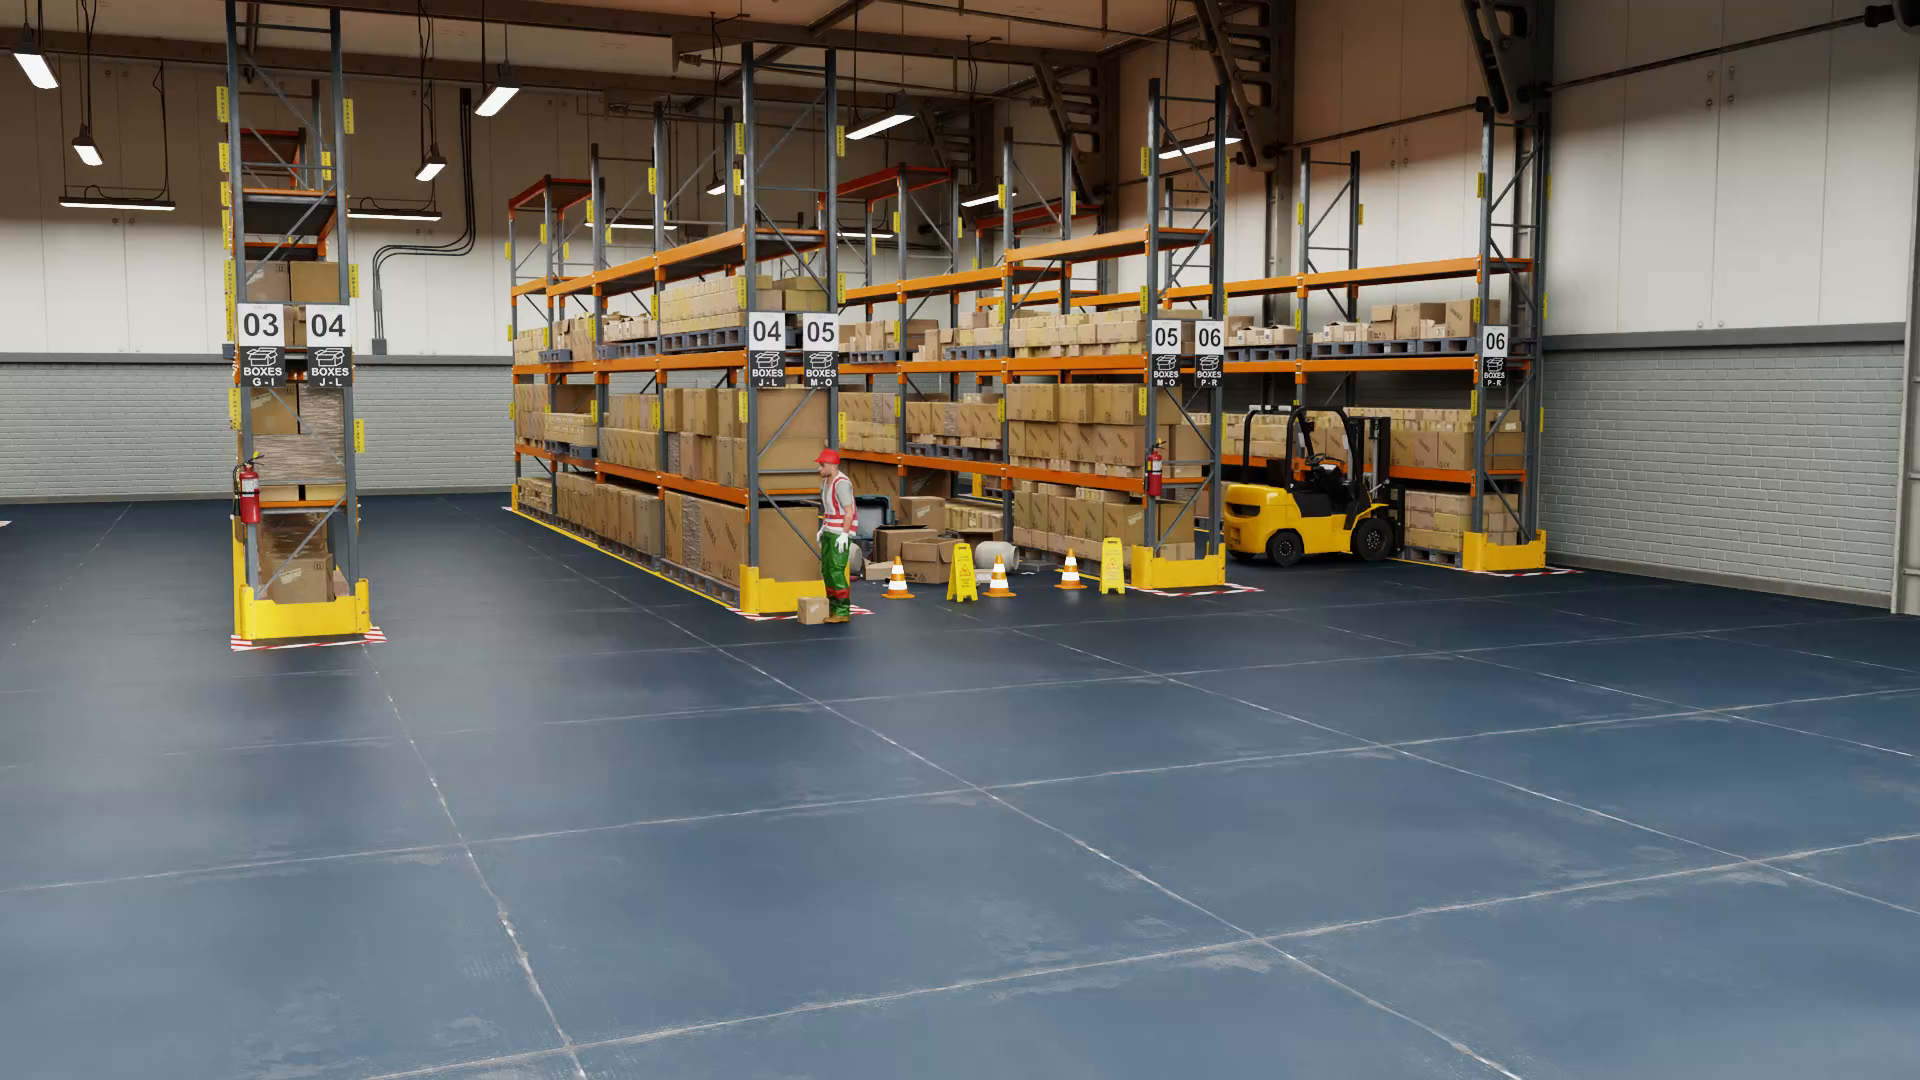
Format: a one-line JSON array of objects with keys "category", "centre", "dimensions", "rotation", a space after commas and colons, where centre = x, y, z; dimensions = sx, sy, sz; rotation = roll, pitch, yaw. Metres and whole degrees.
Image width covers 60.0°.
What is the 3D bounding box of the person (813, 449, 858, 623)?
[{"category": "person", "centre": [-1.296, -0.044, 17.092], "dimensions": [0.451, 1.779, 0.618], "rotation": [-3, 6, -27]}]
